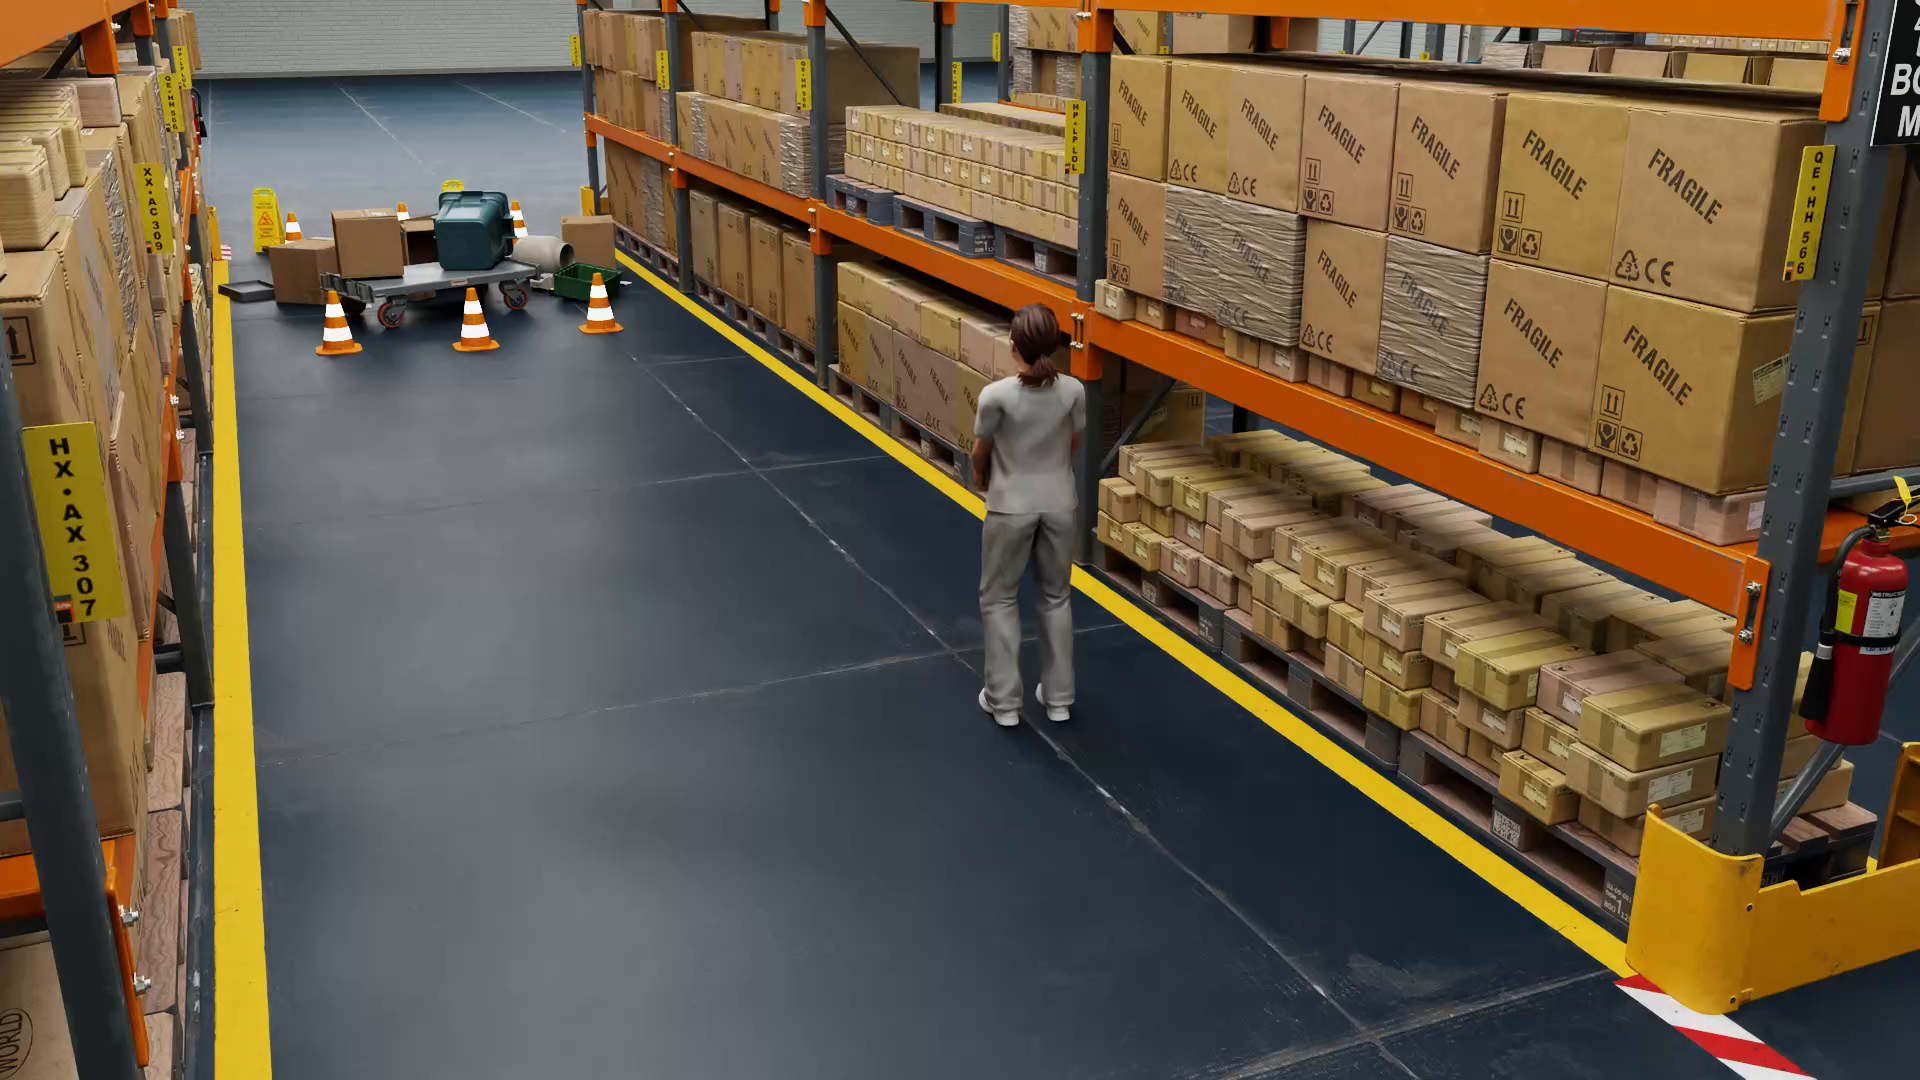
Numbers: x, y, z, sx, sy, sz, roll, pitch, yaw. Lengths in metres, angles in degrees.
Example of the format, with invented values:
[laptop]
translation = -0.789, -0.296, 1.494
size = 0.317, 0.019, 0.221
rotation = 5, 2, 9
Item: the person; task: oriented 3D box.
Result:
[person]
translation = 0.248, -0.112, 6.408
size = 0.439, 1.663, 0.551
rotation = -5, 19, -13
